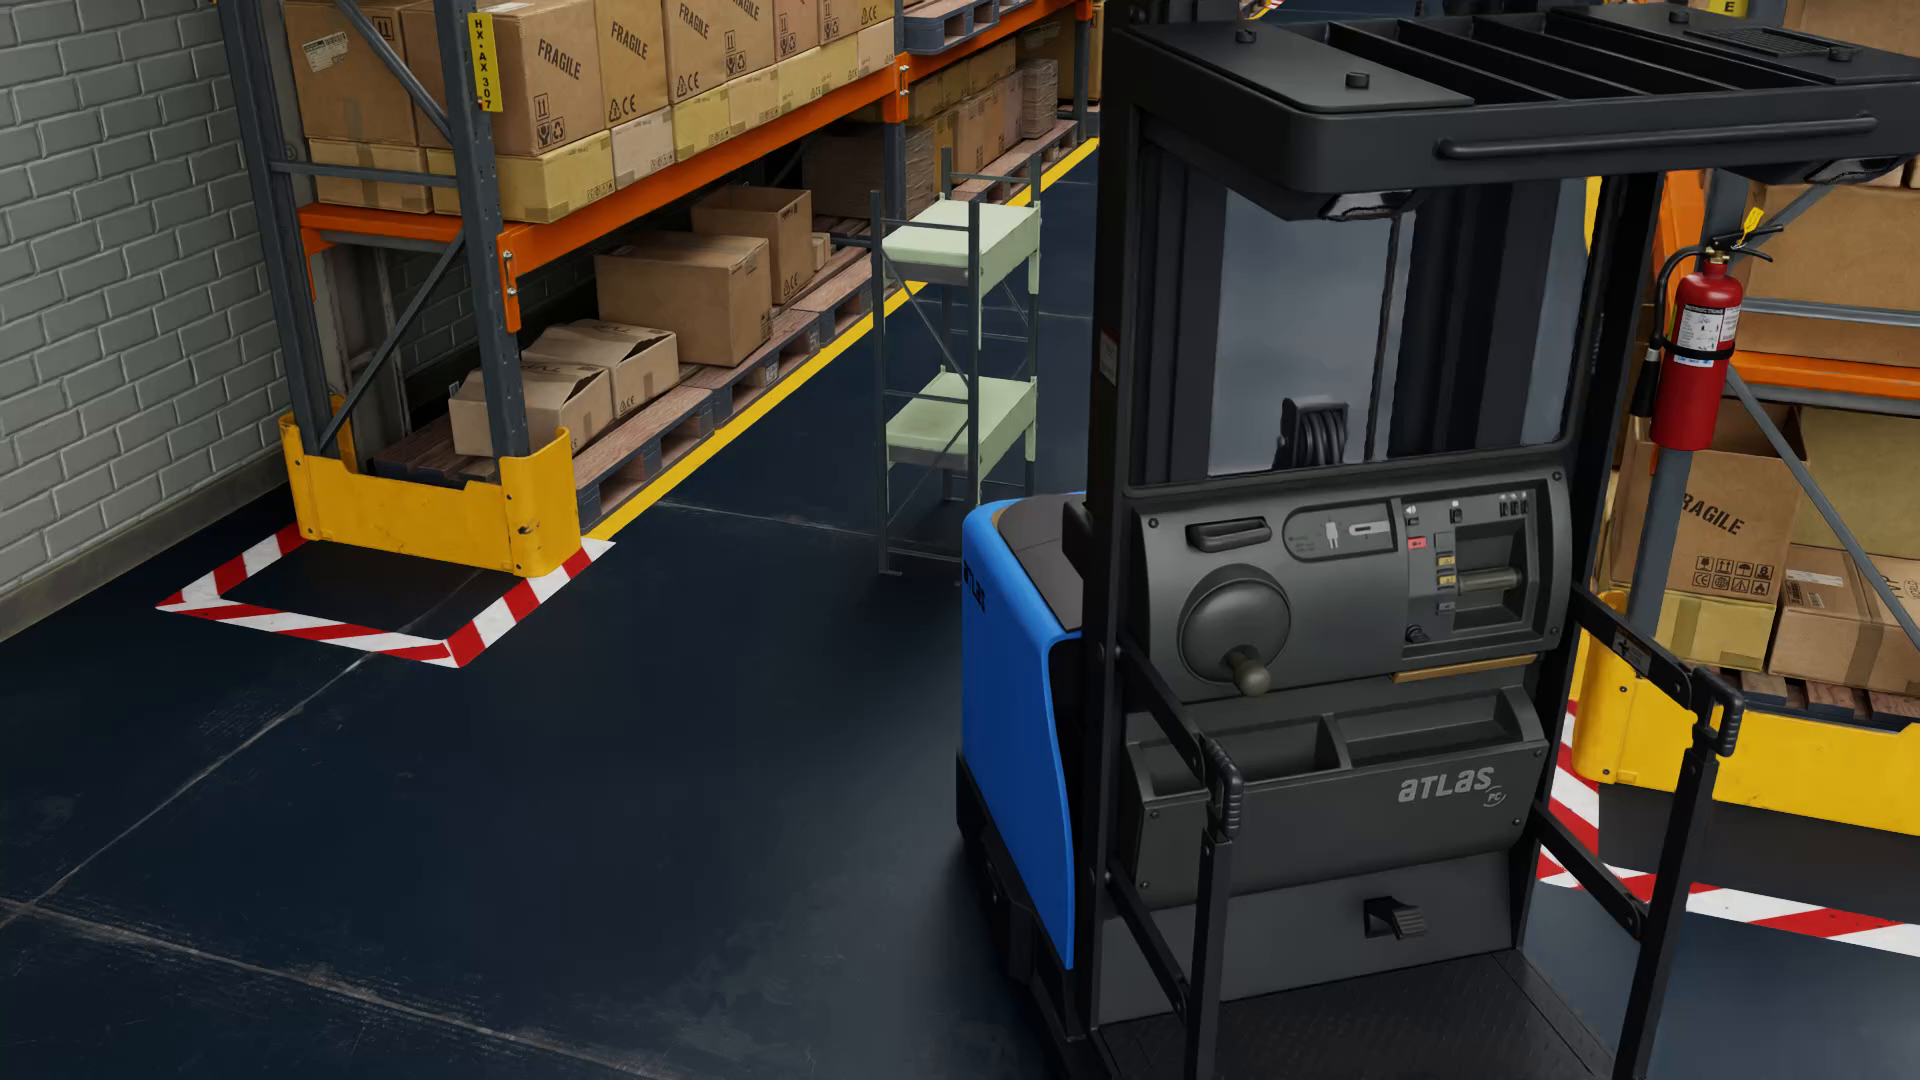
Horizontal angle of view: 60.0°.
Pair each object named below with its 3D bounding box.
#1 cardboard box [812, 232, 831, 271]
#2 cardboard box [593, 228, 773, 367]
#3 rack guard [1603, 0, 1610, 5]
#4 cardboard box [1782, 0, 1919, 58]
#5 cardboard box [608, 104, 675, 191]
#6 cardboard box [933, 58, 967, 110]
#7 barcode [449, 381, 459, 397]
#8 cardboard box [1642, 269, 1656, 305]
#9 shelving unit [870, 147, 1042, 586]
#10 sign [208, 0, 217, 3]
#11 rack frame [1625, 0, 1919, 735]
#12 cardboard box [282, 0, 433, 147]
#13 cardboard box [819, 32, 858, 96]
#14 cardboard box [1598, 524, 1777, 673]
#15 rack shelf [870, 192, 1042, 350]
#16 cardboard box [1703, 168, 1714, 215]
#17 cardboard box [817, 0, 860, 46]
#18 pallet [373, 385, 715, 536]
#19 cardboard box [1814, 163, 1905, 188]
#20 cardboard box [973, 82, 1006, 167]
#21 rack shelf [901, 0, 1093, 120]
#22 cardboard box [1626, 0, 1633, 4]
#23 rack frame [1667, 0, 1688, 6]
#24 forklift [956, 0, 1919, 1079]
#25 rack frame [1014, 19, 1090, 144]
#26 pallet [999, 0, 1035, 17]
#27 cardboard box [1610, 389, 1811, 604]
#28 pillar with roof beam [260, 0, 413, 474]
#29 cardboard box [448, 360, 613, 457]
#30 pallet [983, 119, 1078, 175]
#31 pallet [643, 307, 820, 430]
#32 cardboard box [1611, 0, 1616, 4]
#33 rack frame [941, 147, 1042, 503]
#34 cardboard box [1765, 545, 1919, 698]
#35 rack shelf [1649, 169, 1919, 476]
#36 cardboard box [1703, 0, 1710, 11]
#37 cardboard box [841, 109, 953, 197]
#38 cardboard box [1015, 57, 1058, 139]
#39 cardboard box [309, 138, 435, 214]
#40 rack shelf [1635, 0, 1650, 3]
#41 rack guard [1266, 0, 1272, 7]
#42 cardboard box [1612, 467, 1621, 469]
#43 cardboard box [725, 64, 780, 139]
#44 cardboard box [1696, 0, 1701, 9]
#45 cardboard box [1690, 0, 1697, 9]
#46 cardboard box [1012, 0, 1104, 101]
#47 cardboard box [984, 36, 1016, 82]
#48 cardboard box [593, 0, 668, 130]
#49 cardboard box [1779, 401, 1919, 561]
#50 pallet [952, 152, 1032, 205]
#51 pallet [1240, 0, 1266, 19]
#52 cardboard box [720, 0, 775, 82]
[{"bbox_3d":[-0.956,-1.662,9.488,0.380,0.166,0.250,5,26,11],"label":"cardboard box"},{"bbox_3d":[-1.342,-1.193,8.135,0.700,0.500,0.500,7,27,14],"label":"cardboard box"},{"bbox_3d":[7.834,-6.022,18.614,1.175,0.500,0.348,9,27,17],"label":"rack guard"},{"bbox_3d":[2.720,-1.444,4.687,0.700,0.500,0.500,9,27,18],"label":"cardboard box"},{"bbox_3d":[-1.517,-1.631,6.827,0.500,0.250,0.500,8,27,16],"label":"cardboard box"},{"bbox_3d":[-0.264,-3.075,11.162,0.500,0.250,0.500,8,27,16],"label":"cardboard box"},{"bbox_3d":[-2.194,-0.649,7.218,0.001,0.075,0.075,9,27,17],"label":"barcode"},{"bbox_3d":[2.919,-0.774,6.719,0.500,0.500,0.500,9,27,17],"label":"cardboard box"},{"bbox_3d":[-0.002,-0.672,6.417,0.431,1.500,0.755,9,27,17],"label":"shelving unit"},{"bbox_3d":[-2.654,-2.072,5.896,0.100,0.325,0.005,9,27,17],"label":"sign"},{"bbox_3d":[2.535,-0.603,4.554,1.000,3.000,0.127,9,27,17],"label":"rack frame"},{"bbox_3d":[-2.181,-1.824,6.363,0.500,0.500,0.500,8,27,17],"label":"cardboard box"},{"bbox_3d":[-0.852,-2.463,8.544,0.500,0.250,0.500,9,27,18],"label":"cardboard box"},{"bbox_3d":[2.435,0.182,5.605,0.500,0.250,0.500,9,27,17],"label":"cardboard box"},{"bbox_3d":[-0.002,-1.024,6.247,0.431,0.370,0.720,9,27,17],"label":"rack shelf"},{"bbox_3d":[3.215,-1.475,6.239,0.700,0.500,0.500,10,27,19],"label":"cardboard box"},{"bbox_3d":[-0.833,-2.798,8.375,0.500,0.500,0.500,9,27,17],"label":"cardboard box"},{"bbox_3d":[-1.809,-0.425,7.385,1.003,0.211,1.213,9,27,17],"label":"pallet"},{"bbox_3d":[2.482,-1.125,4.772,0.380,0.149,0.250,8,27,17],"label":"cardboard box"},{"bbox_3d":[-0.086,-2.974,11.814,0.700,0.500,0.500,9,27,17],"label":"cardboard box"},{"bbox_3d":[-0.141,-3.462,11.284,1.077,0.370,4.000,9,27,17],"label":"rack shelf"},{"bbox_3d":[5.805,-4.371,13.838,0.500,0.250,0.500,9,27,18],"label":"cardboard box"},{"bbox_3d":[3.866,-2.247,7.949,1.000,3.000,0.127,9,27,17],"label":"rack frame"},{"bbox_3d":[0.862,0.113,3.154,1.130,2.935,3.031,-7,27,-13],"label":"forklift"},{"bbox_3d":[0.524,-4.608,12.824,1.000,3.000,0.127,9,27,17],"label":"rack frame"},{"bbox_3d":[-0.096,-3.702,11.174,1.003,0.211,1.213,9,27,17],"label":"pallet"},{"bbox_3d":[2.433,-0.156,5.442,0.500,0.500,0.500,9,27,17],"label":"cardboard box"},{"bbox_3d":[1.339,-3.809,4.291,9.100,9.000,0.400,9,27,17],"label":"pillar with roof beam"},{"bbox_3d":[-1.823,-0.579,7.085,0.500,0.311,0.500,6,26,12],"label":"cardboard box"},{"bbox_3d":[0.263,-3.032,12.769,1.003,0.211,1.213,9,27,17],"label":"pallet"},{"bbox_3d":[-1.401,-0.925,8.417,1.003,0.211,1.213,9,27,17],"label":"pallet"},{"bbox_3d":[7.078,-5.546,17.412,0.500,0.250,0.500,9,27,17],"label":"cardboard box"},{"bbox_3d":[0.120,-0.823,6.728,0.400,1.500,0.023,9,27,17],"label":"rack frame"},{"bbox_3d":[2.923,0.257,5.450,0.500,0.250,0.500,9,27,17],"label":"cardboard box"},{"bbox_3d":[3.200,-1.101,6.408,1.077,0.370,4.000,9,27,17],"label":"rack shelf"},{"bbox_3d":[3.426,-2.292,7.183,0.380,0.149,0.250,8,27,16],"label":"cardboard box"},{"bbox_3d":[-0.453,-2.561,10.961,0.700,0.500,0.500,8,27,16],"label":"cardboard box"},{"bbox_3d":[0.334,-3.377,12.646,0.700,0.500,0.500,9,27,18],"label":"cardboard box"},{"bbox_3d":[-2.165,-1.482,6.517,0.500,0.250,0.500,9,27,18],"label":"cardboard box"},{"bbox_3d":[4.532,-2.745,9.803,1.077,0.370,4.000,9,27,17],"label":"rack shelf"},{"bbox_3d":[3.195,-6.780,20.179,1.175,0.500,0.348,9,27,17],"label":"rack guard"},{"bbox_3d":[2.755,-0.231,6.458,0.500,0.250,0.500,9,27,17],"label":"cardboard box"},{"bbox_3d":[-1.171,-2.047,7.686,0.500,0.250,0.500,9,27,18],"label":"cardboard box"},{"bbox_3d":[3.594,-2.502,7.616,0.380,0.149,0.250,9,27,17],"label":"cardboard box"},{"bbox_3d":[4.654,-3.244,9.893,0.500,0.500,0.500,7,27,15],"label":"cardboard box"},{"bbox_3d":[0.893,-4.112,13.786,0.750,0.750,0.750,8,27,17],"label":"cardboard box"},{"bbox_3d":[0.085,-3.489,12.018,0.500,0.250,0.500,9,27,18],"label":"cardboard box"},{"bbox_3d":[-1.522,-1.953,6.631,0.500,0.500,0.500,9,27,18],"label":"cardboard box"},{"bbox_3d":[3.088,-0.286,5.712,0.500,0.500,0.500,9,27,17],"label":"cardboard box"},{"bbox_3d":[-0.145,-2.532,11.737,1.003,0.211,1.213,9,27,17],"label":"pallet"},{"bbox_3d":[2.994,-6.300,19.520,1.003,0.211,1.213,9,27,17],"label":"pallet"},{"bbox_3d":[-1.183,-2.379,7.509,0.500,0.500,0.500,10,27,19],"label":"cardboard box"}]
